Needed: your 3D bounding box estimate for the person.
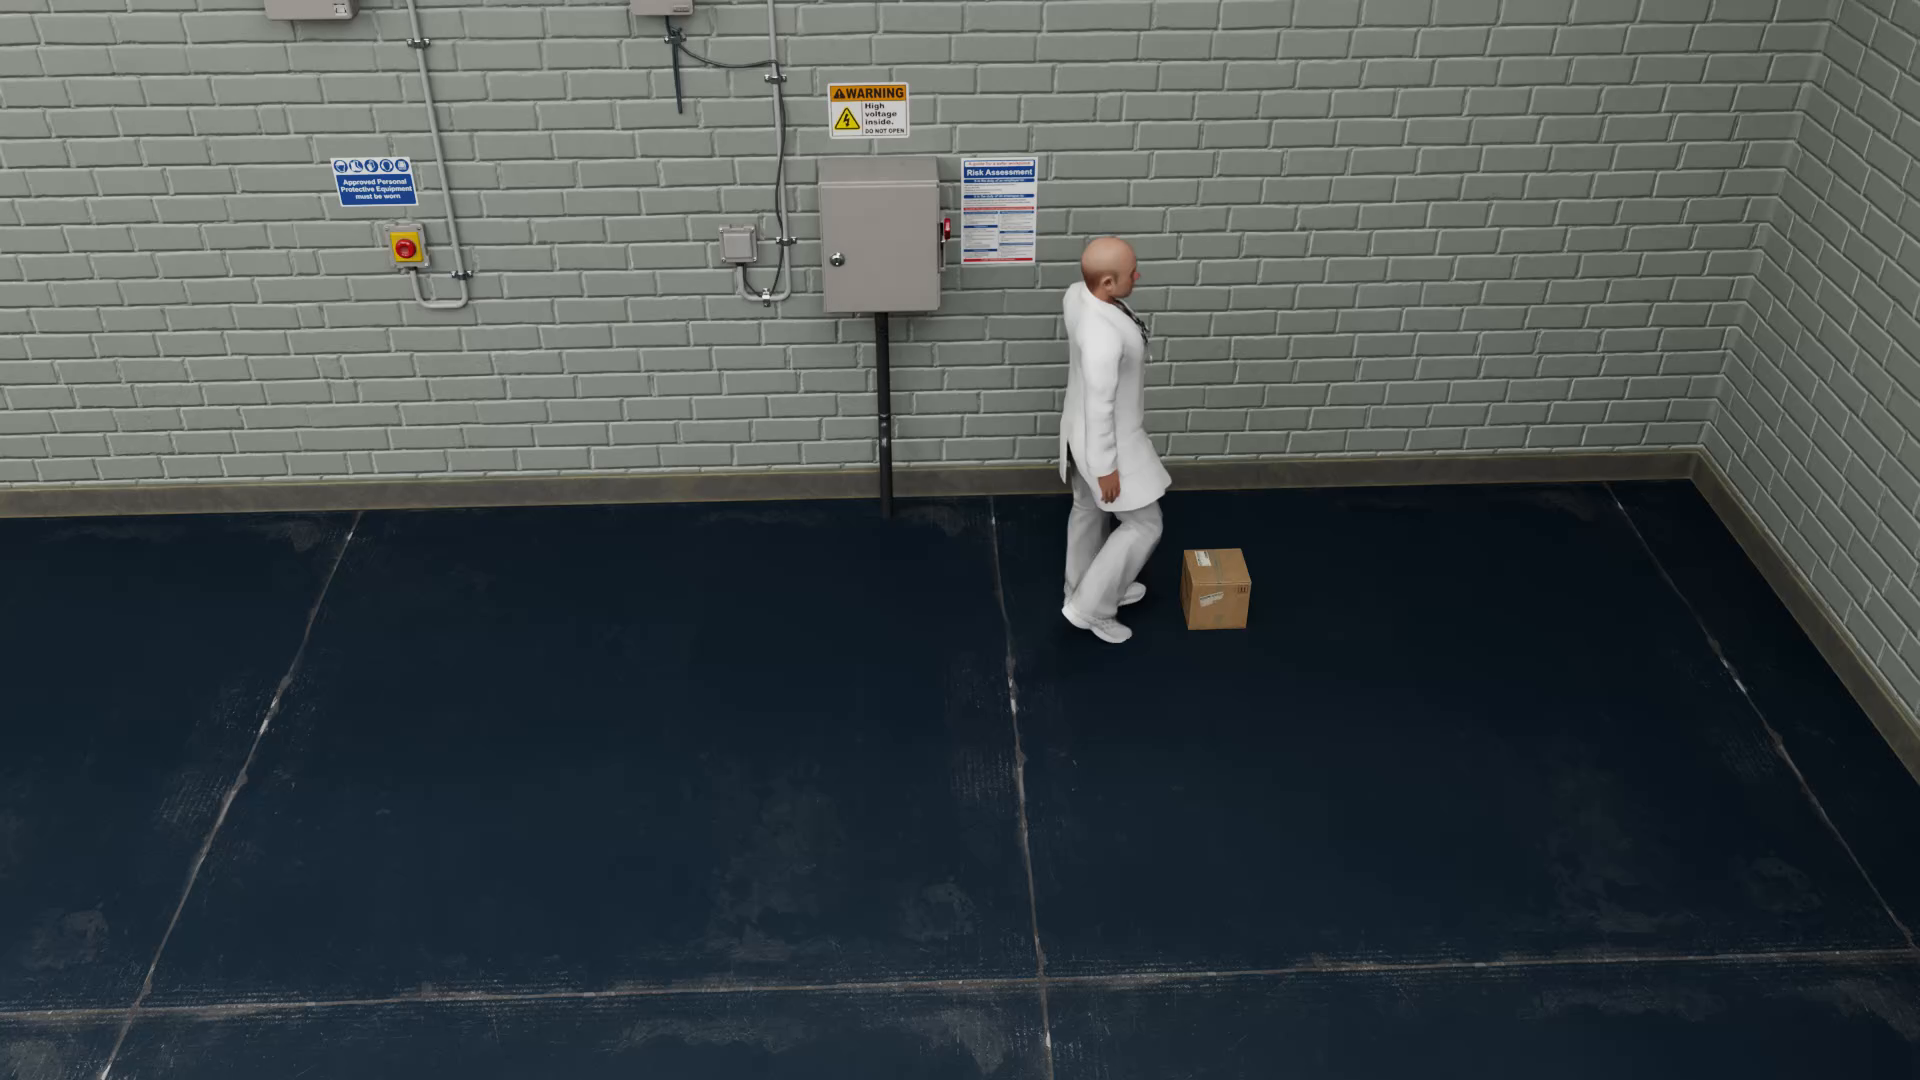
[{"bbox_3d":[0.659,-0.409,6.781,0.506,1.840,0.625,-5,35,-7],"label":"person"}]
